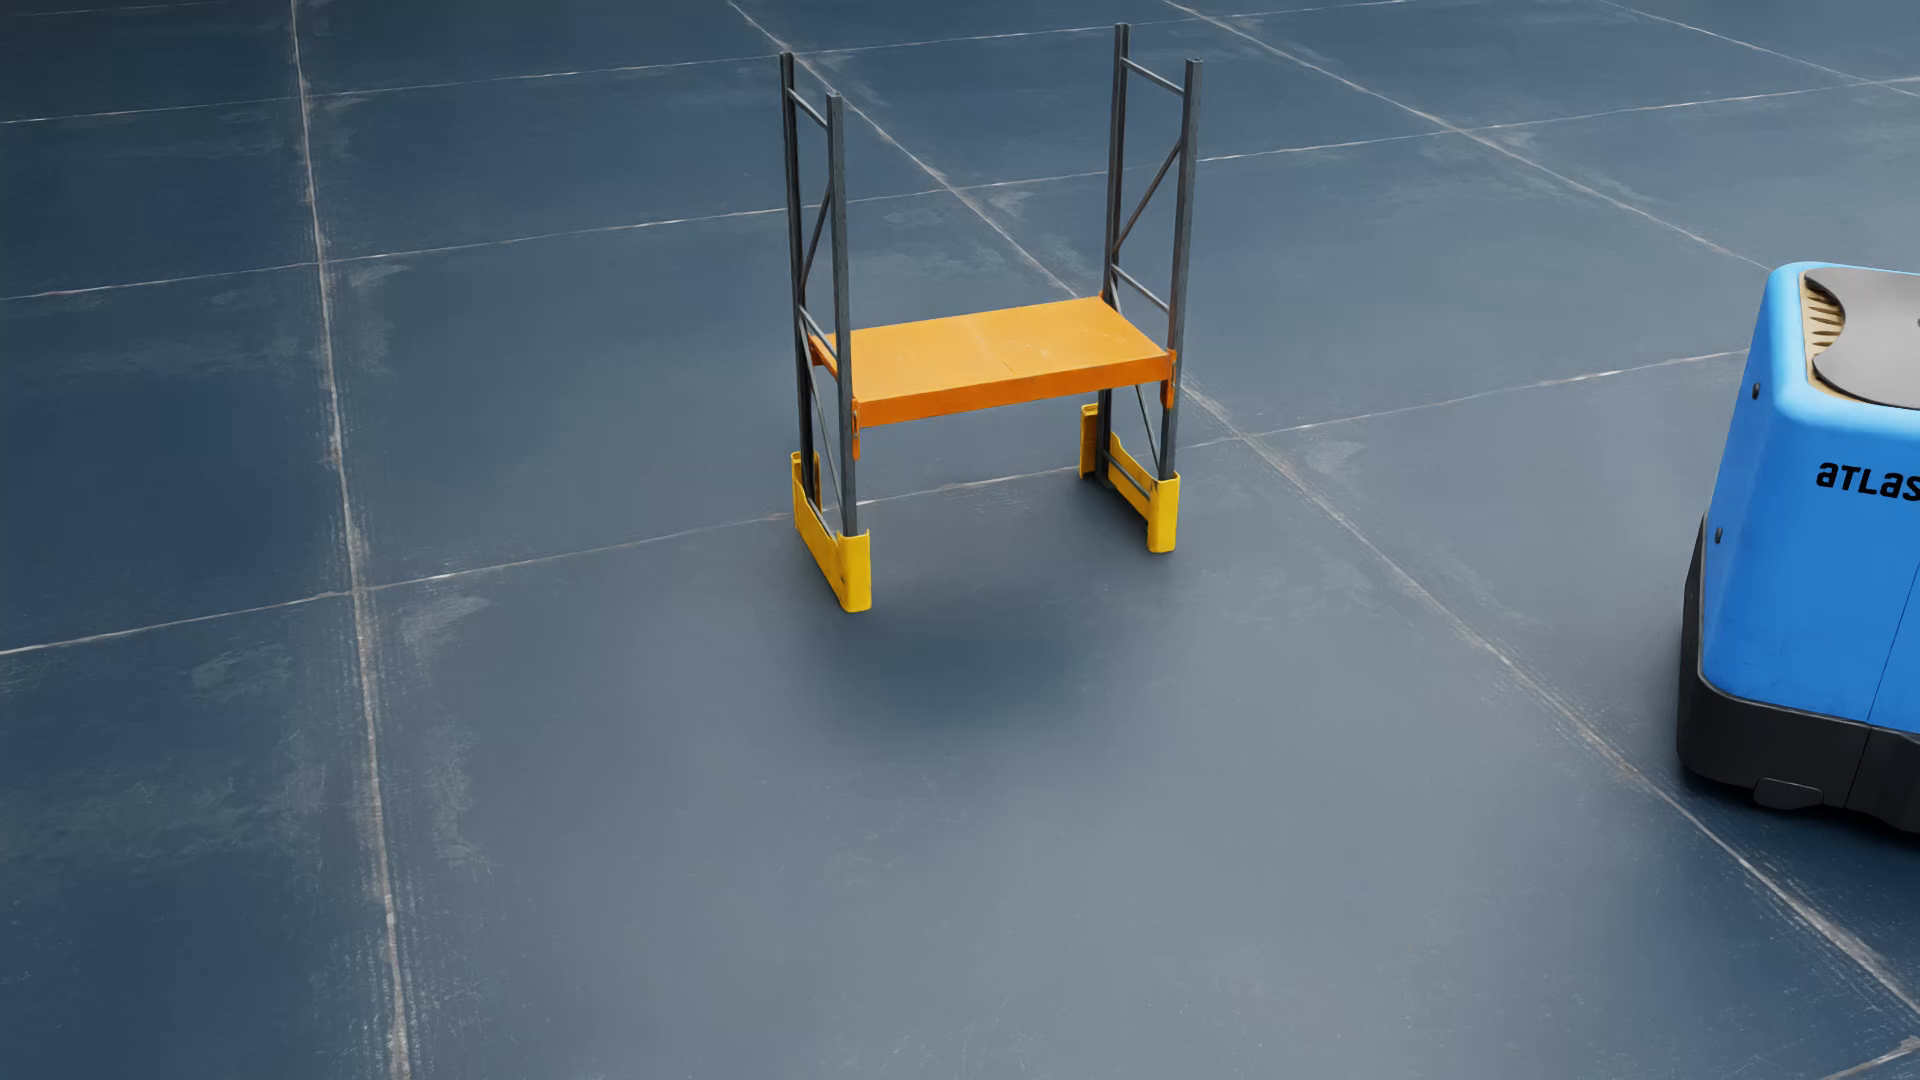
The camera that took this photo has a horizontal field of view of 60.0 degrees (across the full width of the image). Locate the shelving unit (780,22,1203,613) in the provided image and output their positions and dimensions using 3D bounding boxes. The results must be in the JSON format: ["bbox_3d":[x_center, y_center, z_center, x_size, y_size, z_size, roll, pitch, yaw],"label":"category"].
[{"bbox_3d":[0.071,-0.665,4.902,1.083,1.500,0.587,-10,31,-18],"label":"shelving unit"}]

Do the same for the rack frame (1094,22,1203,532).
[{"bbox_3d":[0.556,-0.754,5.059,0.032,1.500,0.500,-10,31,-18],"label":"rack frame"}]

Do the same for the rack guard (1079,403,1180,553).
[{"bbox_3d":[0.538,-0.208,5.362,0.087,0.250,0.587,-10,31,-18],"label":"rack guard"}]

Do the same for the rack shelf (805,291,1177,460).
[{"bbox_3d":[0.080,-0.510,4.994,1.000,0.185,0.538,-10,31,-18],"label":"rack shelf"}]

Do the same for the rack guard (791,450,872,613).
[{"bbox_3d":[-0.395,-0.036,5.060,0.087,0.250,0.587,-10,31,-18],"label":"rack guard"}]

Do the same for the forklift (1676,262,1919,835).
[{"bbox_3d":[3.363,-0.596,3.336,3.031,2.935,1.130,11,32,19],"label":"forklift"}]

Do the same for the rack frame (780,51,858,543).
[{"bbox_3d":[-0.396,-0.579,4.751,0.032,1.500,0.500,-10,31,-18],"label":"rack frame"}]
